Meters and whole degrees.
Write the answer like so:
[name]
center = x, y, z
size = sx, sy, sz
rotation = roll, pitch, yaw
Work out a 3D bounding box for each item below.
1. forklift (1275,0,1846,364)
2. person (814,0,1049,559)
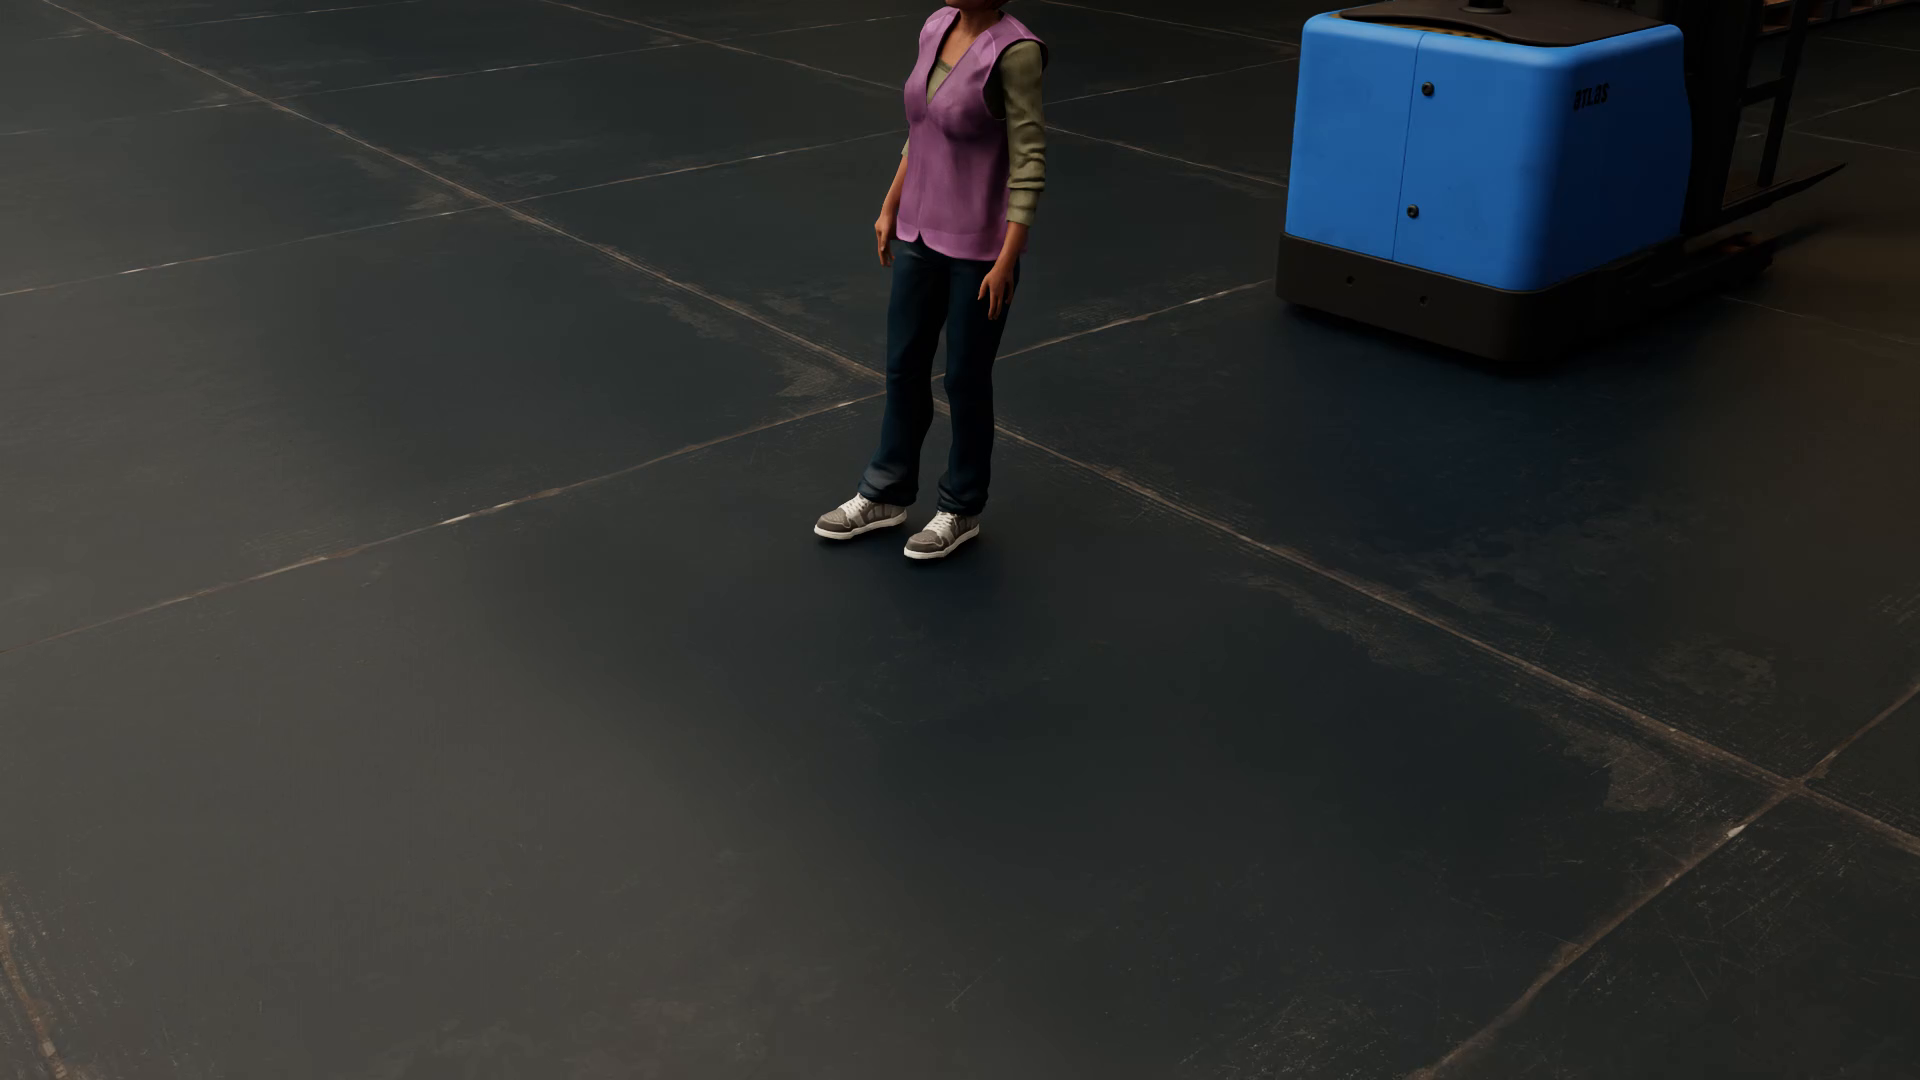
[forklift]
center = 2.596, -2.447, 6.137
size = 3.031, 2.935, 1.130
rotation = -22, 34, -37
[person]
center = -0.065, -0.706, 4.110
size = 0.476, 1.597, 0.520
rotation = -20, 33, -35
